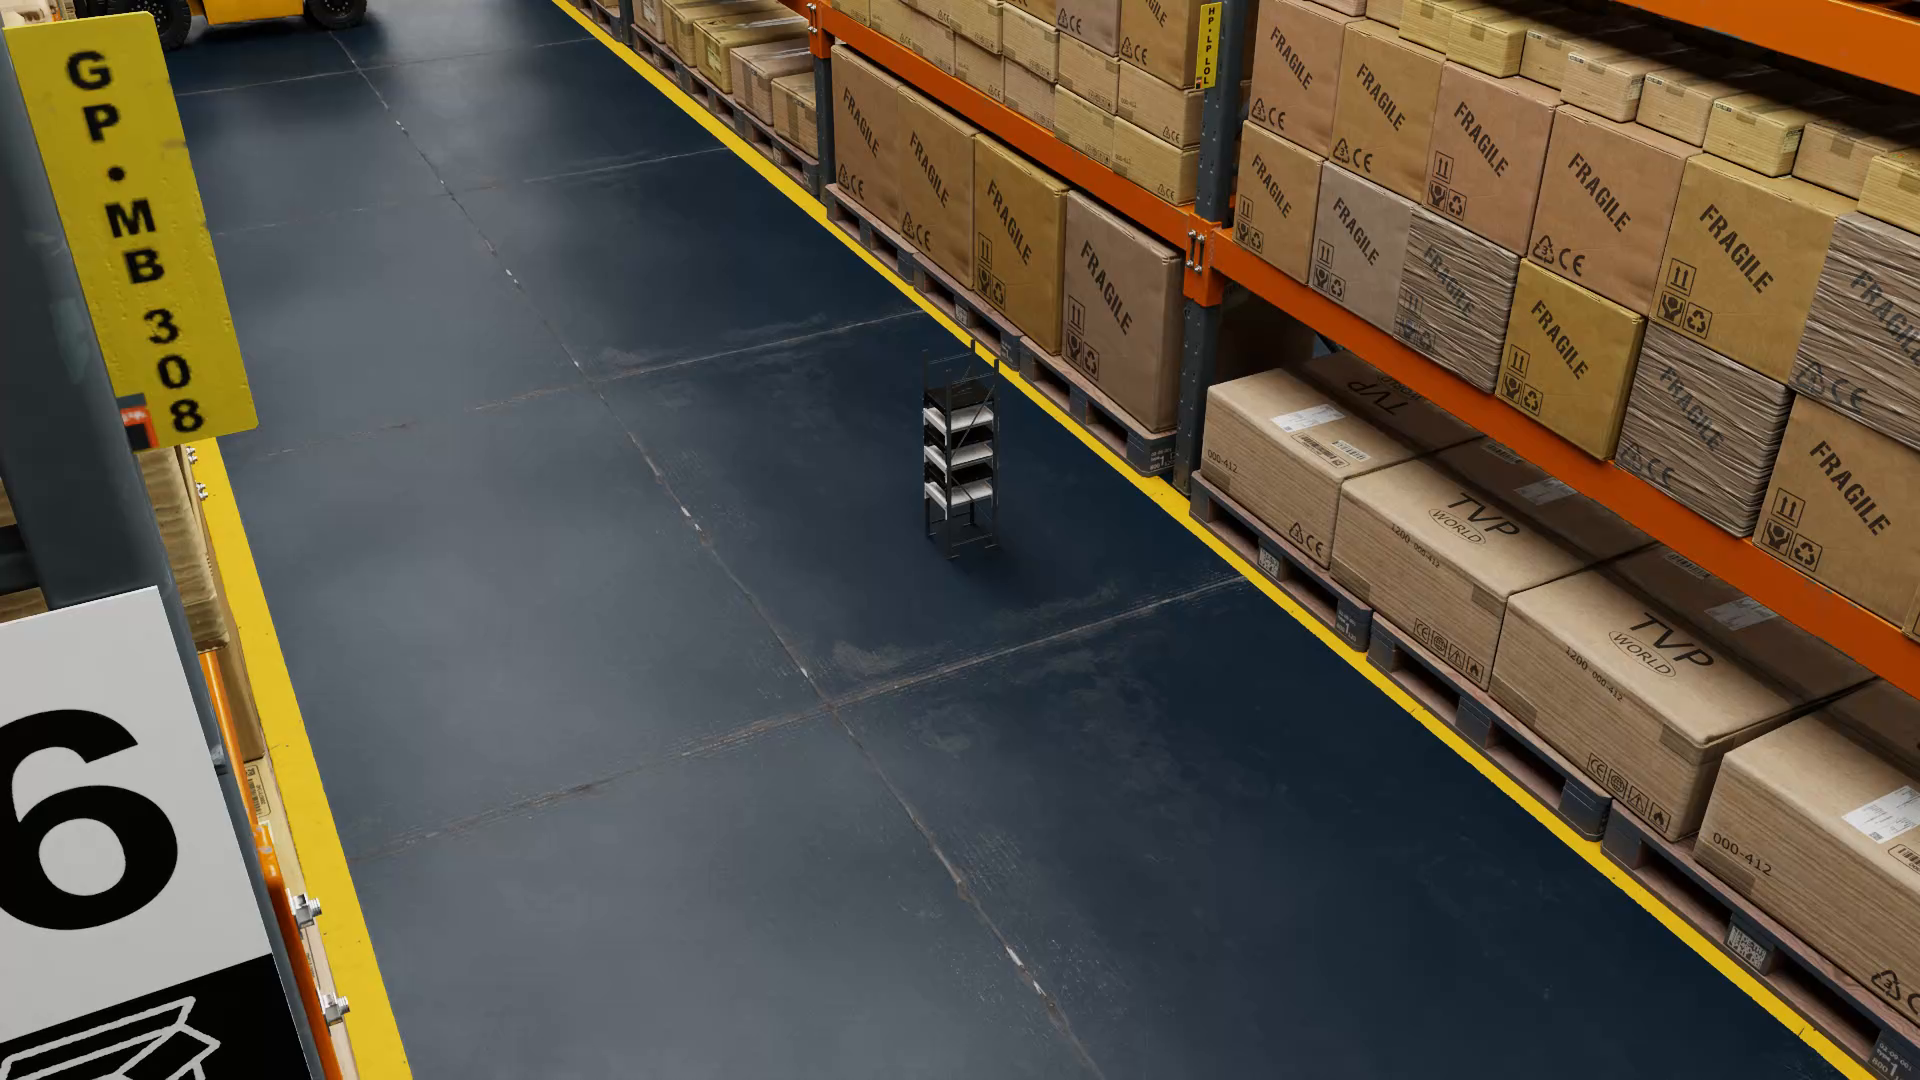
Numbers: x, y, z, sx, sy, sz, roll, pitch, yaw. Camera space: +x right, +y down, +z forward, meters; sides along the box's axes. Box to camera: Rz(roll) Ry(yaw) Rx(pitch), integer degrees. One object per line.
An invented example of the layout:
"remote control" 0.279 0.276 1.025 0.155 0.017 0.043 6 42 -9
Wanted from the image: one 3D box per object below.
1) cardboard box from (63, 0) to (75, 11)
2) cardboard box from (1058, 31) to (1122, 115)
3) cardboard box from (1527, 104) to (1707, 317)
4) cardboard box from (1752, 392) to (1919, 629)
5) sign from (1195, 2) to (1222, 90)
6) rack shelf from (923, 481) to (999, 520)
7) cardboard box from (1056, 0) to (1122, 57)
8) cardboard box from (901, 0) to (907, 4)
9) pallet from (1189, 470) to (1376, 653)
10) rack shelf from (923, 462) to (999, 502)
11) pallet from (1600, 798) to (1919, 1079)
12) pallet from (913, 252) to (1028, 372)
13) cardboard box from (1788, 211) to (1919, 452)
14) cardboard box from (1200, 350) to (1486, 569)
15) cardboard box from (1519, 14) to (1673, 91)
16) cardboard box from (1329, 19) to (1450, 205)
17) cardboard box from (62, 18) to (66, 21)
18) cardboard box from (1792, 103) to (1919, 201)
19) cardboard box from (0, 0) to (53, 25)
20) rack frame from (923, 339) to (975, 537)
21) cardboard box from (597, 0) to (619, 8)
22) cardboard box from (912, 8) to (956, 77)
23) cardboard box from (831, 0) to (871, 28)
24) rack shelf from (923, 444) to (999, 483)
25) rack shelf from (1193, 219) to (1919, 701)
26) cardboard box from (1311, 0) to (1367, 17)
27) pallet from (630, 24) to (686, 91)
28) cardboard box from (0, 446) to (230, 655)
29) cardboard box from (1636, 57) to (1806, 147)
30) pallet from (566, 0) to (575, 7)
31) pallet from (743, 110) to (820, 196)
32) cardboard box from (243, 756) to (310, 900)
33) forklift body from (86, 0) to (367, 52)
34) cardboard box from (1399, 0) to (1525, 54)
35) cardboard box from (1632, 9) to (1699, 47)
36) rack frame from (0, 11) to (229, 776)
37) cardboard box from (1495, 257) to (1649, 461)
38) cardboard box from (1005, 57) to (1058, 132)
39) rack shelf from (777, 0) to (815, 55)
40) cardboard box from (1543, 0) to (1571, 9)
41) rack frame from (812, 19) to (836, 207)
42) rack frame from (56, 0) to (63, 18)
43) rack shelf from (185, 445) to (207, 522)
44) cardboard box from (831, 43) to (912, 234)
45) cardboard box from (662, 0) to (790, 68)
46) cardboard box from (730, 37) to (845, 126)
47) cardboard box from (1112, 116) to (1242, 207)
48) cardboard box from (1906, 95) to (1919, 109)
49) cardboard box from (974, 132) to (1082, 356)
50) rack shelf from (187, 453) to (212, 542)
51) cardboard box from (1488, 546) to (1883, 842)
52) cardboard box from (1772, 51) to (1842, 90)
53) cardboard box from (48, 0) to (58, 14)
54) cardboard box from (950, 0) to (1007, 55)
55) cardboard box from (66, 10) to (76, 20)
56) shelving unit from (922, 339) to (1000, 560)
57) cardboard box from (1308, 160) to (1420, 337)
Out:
"cardboard box" -6.624 -3.924 11.827 0.500 0.250 0.500 -16 36 -24
"cardboard box" 0.783 -2.140 7.485 0.500 0.250 0.500 -15 36 -22
"cardboard box" 2.143 -1.050 5.089 0.500 0.500 0.500 -16 36 -23
"cardboard box" 2.629 -0.147 4.605 0.500 0.500 0.500 -17 36 -24
"sign" 0.968 -1.919 6.466 0.100 0.325 0.005 -16 36 -23
"rack shelf" 0.004 -0.195 7.116 0.258 0.077 0.200 -16 36 -23
"cardboard box" 0.765 -2.465 7.297 0.500 0.500 0.500 -15 36 -22
"cardboard box" -0.164 -3.112 9.002 0.500 0.250 0.500 -15 36 -22
"pallet" 1.729 -0.050 7.132 1.003 0.211 1.213 -16 36 -23
"rack shelf" 0.004 -0.271 7.068 0.258 0.077 0.200 -16 36 -23
"pallet" 2.866 1.115 5.314 1.003 0.211 1.213 -16 36 -23
"pallet" 0.444 -1.365 9.184 1.003 0.211 1.213 -16 36 -23
"cardboard box" 2.603 -0.573 4.344 0.500 0.500 0.500 -16 36 -23
"cardboard box" 1.641 -0.378 7.045 0.875 0.438 0.875 -16 36 -24
"cardboard box" 2.001 -1.530 5.236 0.380 0.149 0.250 -16 36 -23
"cardboard box" 1.681 -1.539 5.852 0.500 0.500 0.500 -16 36 -24
"cardboard box" -3.886 -1.753 6.720 0.797 0.503 0.637 -17 36 -24
"cardboard box" 2.489 -1.045 4.480 0.380 0.149 0.250 -16 36 -24
"cardboard box" -1.286 -0.505 1.877 0.500 0.250 0.500 -16 36 -23
"rack frame" -0.044 -0.424 7.077 0.240 0.900 0.006 -16 36 -23
"cardboard box" -2.800 -4.658 13.899 0.500 0.250 0.500 -14 35 -21
"cardboard box" 0.079 -2.663 8.765 0.500 0.250 0.500 -15 35 -22
"cardboard box" -0.416 -3.155 9.534 0.500 0.250 0.500 -17 36 -24
"rack shelf" 0.004 -0.347 7.019 0.258 0.077 0.200 -16 36 -23
"rack shelf" 2.376 -0.349 5.681 1.077 0.370 4.000 -16 36 -23
"cardboard box" 1.495 -2.008 5.984 0.380 0.149 0.250 -15 36 -22
"pallet" -1.922 -3.879 13.109 1.003 0.211 1.213 -16 36 -23
"cardboard box" -1.046 -0.053 1.635 0.500 0.250 0.500 -16 36 -24
"cardboard box" 2.215 -1.280 4.846 0.380 0.149 0.250 -15 35 -22
"pallet" -3.204 -5.145 15.084 1.003 0.211 1.213 -16 36 -23
"pallet" -0.785 -2.714 11.291 1.003 0.211 1.213 -16 36 -23
"cardboard box" -1.529 0.725 3.201 0.500 0.250 0.500 -17 36 -24
"forklift body" -6.043 -5.279 13.497 2.313 2.155 1.214 -16 36 -23
"cardboard box" 1.713 -1.763 5.600 0.380 0.149 0.250 -16 36 -23
"cardboard box" 2.409 -1.650 5.424 0.380 0.149 0.250 -17 36 -24
"rack frame" -1.081 -0.973 0.427 1.000 3.000 0.127 -16 36 -23
"cardboard box" 2.128 -0.633 5.364 0.500 0.500 0.500 -15 35 -22
"cardboard box" 0.556 -2.183 8.016 0.500 0.250 0.500 -17 36 -24
"rack shelf" -1.354 -4.167 11.640 1.077 0.370 4.000 -16 36 -23
"cardboard box" 2.137 -1.885 5.791 0.380 0.149 0.250 -16 36 -23
"rack frame" -0.422 -3.515 9.956 1.000 3.000 0.127 -16 36 -23
"rack frame" -4.811 -2.265 8.005 1.000 3.000 0.127 -16 36 -23
"rack shelf" -3.878 -1.008 6.709 1.077 0.370 4.000 -16 36 -23
"cardboard box" -0.173 -2.447 9.869 0.875 0.875 0.875 -16 36 -24
"cardboard box" -1.702 -3.903 12.608 0.950 0.372 0.625 -14 35 -20
"cardboard box" -1.027 -3.208 11.523 0.950 0.372 0.625 -17 36 -24
"cardboard box" 1.011 -1.694 7.252 0.500 0.250 0.500 -17 36 -24
"cardboard box" 2.875 -1.166 4.668 0.380 0.149 0.250 -16 36 -23
"cardboard box" 0.656 -1.593 8.537 0.875 0.875 0.875 -15 36 -22
"rack shelf" -2.013 0.901 3.730 1.077 0.370 4.000 -16 36 -23
"cardboard box" 2.478 0.480 5.706 0.875 0.438 0.875 -15 36 -22
"cardboard box" 2.702 -1.423 5.070 0.380 0.149 0.250 -17 36 -24
"cardboard box" -2.248 -1.269 3.532 0.500 0.250 0.500 -17 36 -25
"cardboard box" 0.282 -2.625 8.243 0.500 0.250 0.500 -15 36 -22
"cardboard box" -6.628 -3.712 11.960 0.500 0.250 0.500 -16 36 -23
"shelving unit" 0.004 -0.375 7.001 0.258 0.900 0.210 -16 36 -23
"cardboard box" 1.662 -1.118 6.121 0.500 0.500 0.500 -16 36 -23
